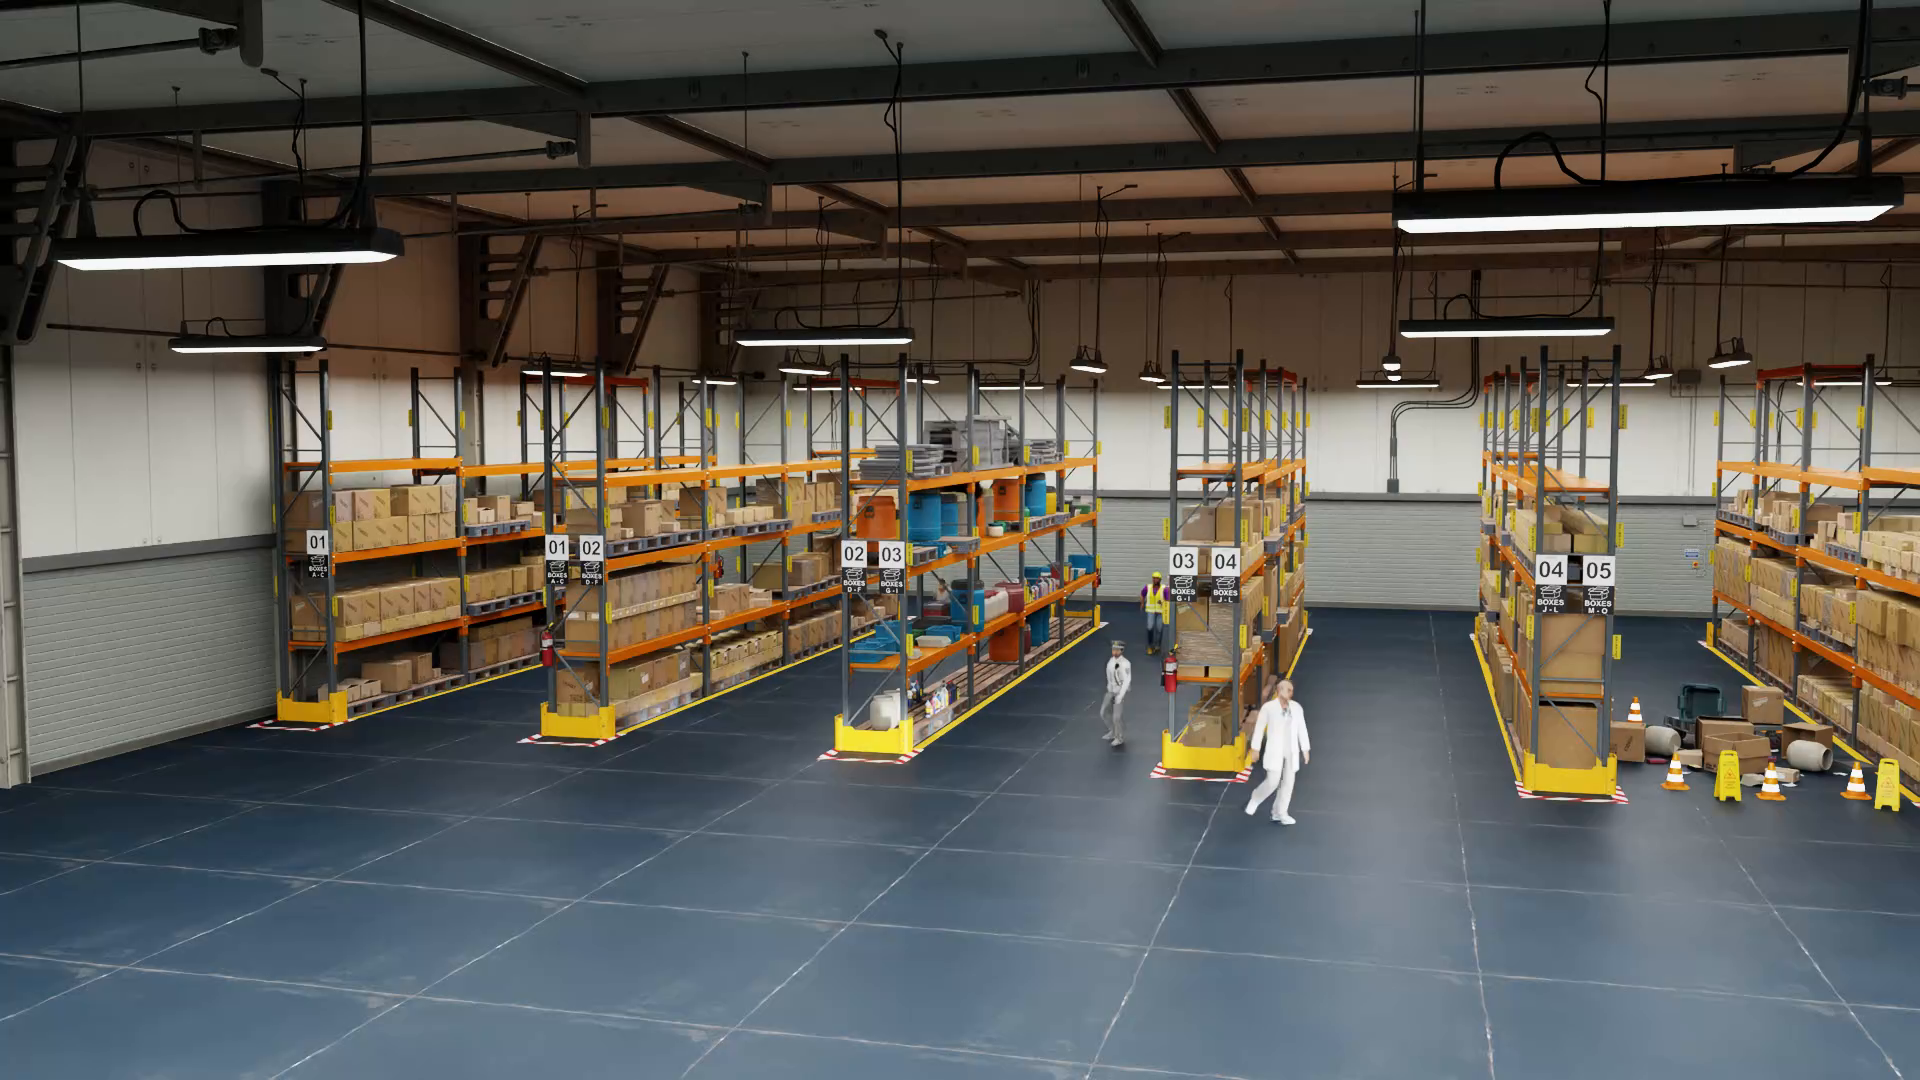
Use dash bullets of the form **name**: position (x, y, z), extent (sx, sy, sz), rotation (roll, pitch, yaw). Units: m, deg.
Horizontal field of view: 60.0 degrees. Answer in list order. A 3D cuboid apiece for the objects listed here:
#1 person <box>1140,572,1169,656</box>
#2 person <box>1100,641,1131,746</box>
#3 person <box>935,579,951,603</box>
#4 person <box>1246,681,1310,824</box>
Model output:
- **person**: position (4.172, 1.573, 35.489), extent (0.665, 1.788, 0.721), rotation (1, 4, 7)
- **person**: position (2.409, 2.366, 25.628), extent (0.440, 1.677, 0.708), rotation (-3, 5, -33)
- **person**: position (-0.231, 1.596, 36.871), extent (0.553, 1.541, 0.955), rotation (2, 5, 30)
- **person**: position (3.935, 2.623, 20.679), extent (0.698, 1.772, 0.634), rotation (-1, 4, -19)
